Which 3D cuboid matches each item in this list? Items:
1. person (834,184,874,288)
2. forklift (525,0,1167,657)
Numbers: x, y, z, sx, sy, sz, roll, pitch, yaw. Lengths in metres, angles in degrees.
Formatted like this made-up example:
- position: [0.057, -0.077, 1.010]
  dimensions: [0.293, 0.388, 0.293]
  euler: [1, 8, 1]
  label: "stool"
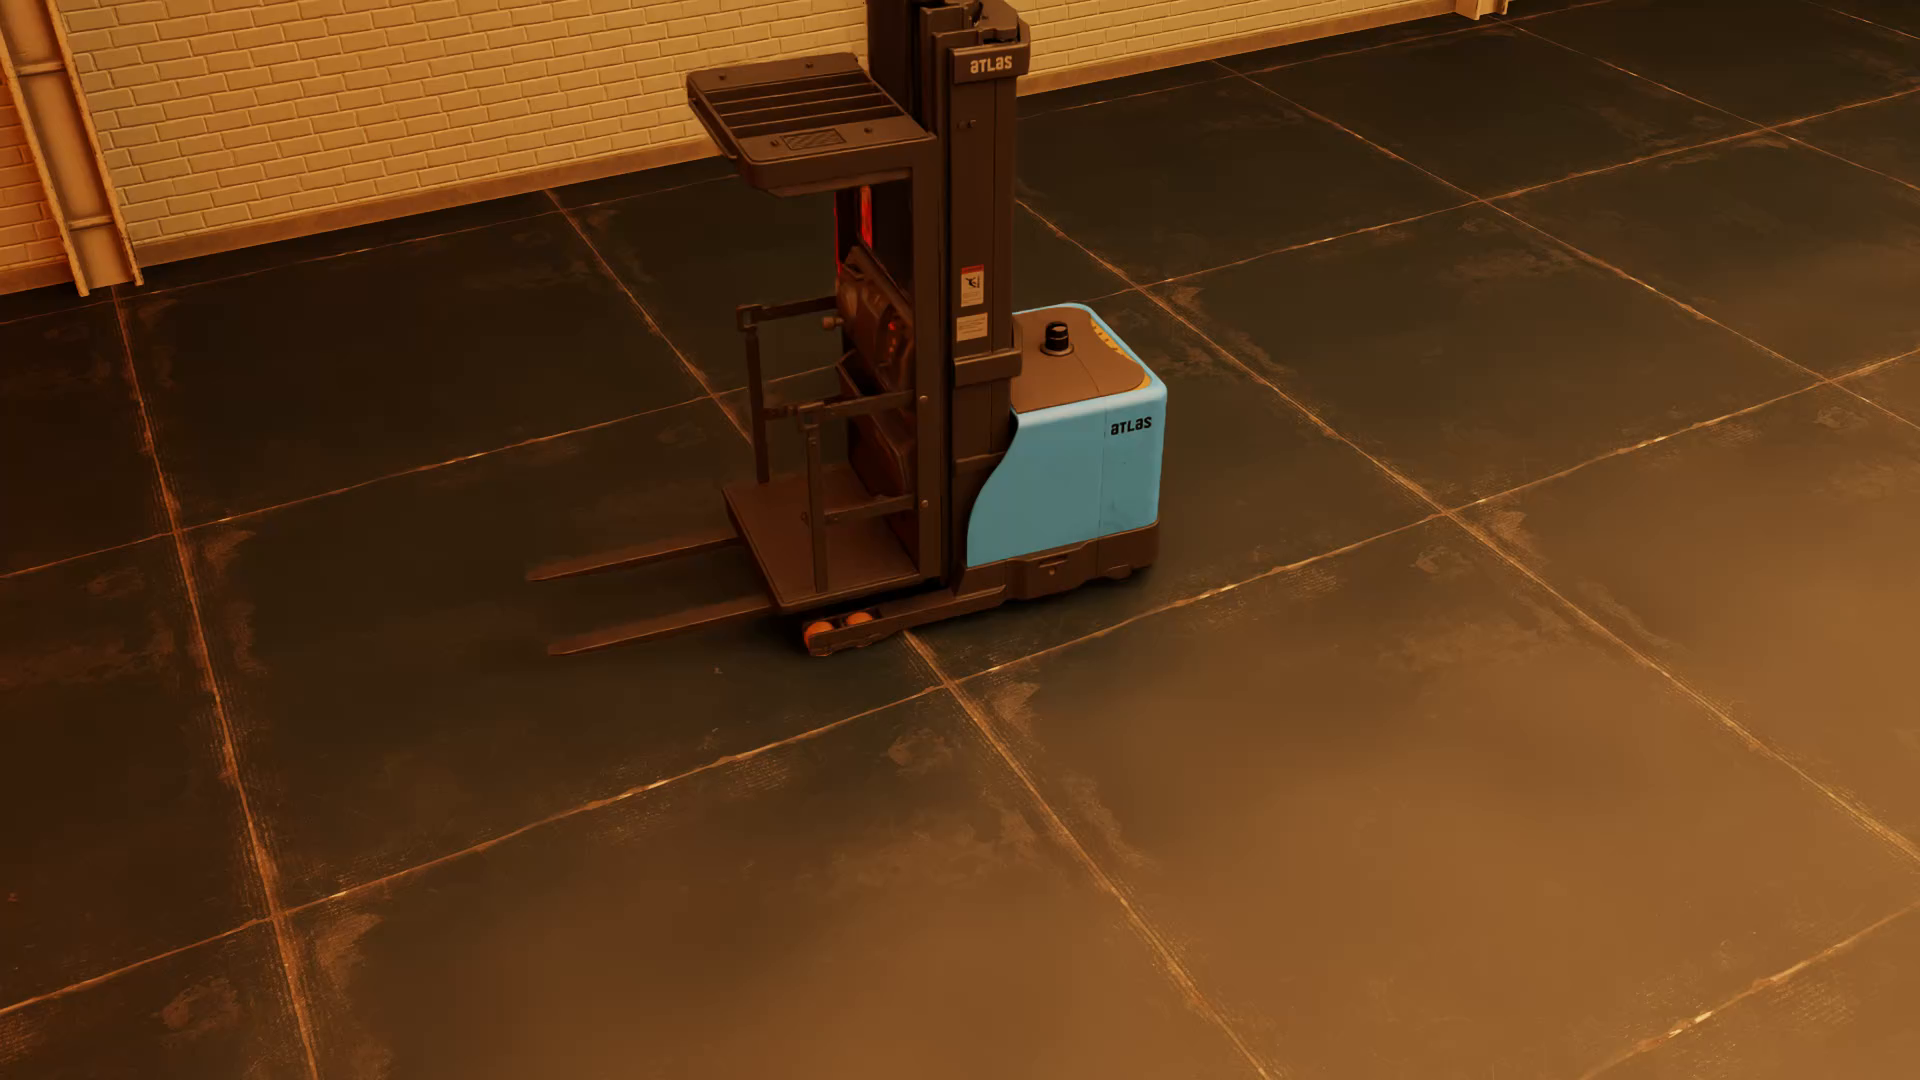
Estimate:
- position: [-0.414, -1.362, 9.178]
  dimensions: [0.506, 1.623, 0.776]
  euler: [-8, 36, -11]
  label: "person"
- position: [-0.574, -0.990, 7.524]
  dimensions: [3.031, 2.935, 1.130]
  euler: [-13, 37, -17]
  label: "forklift"
